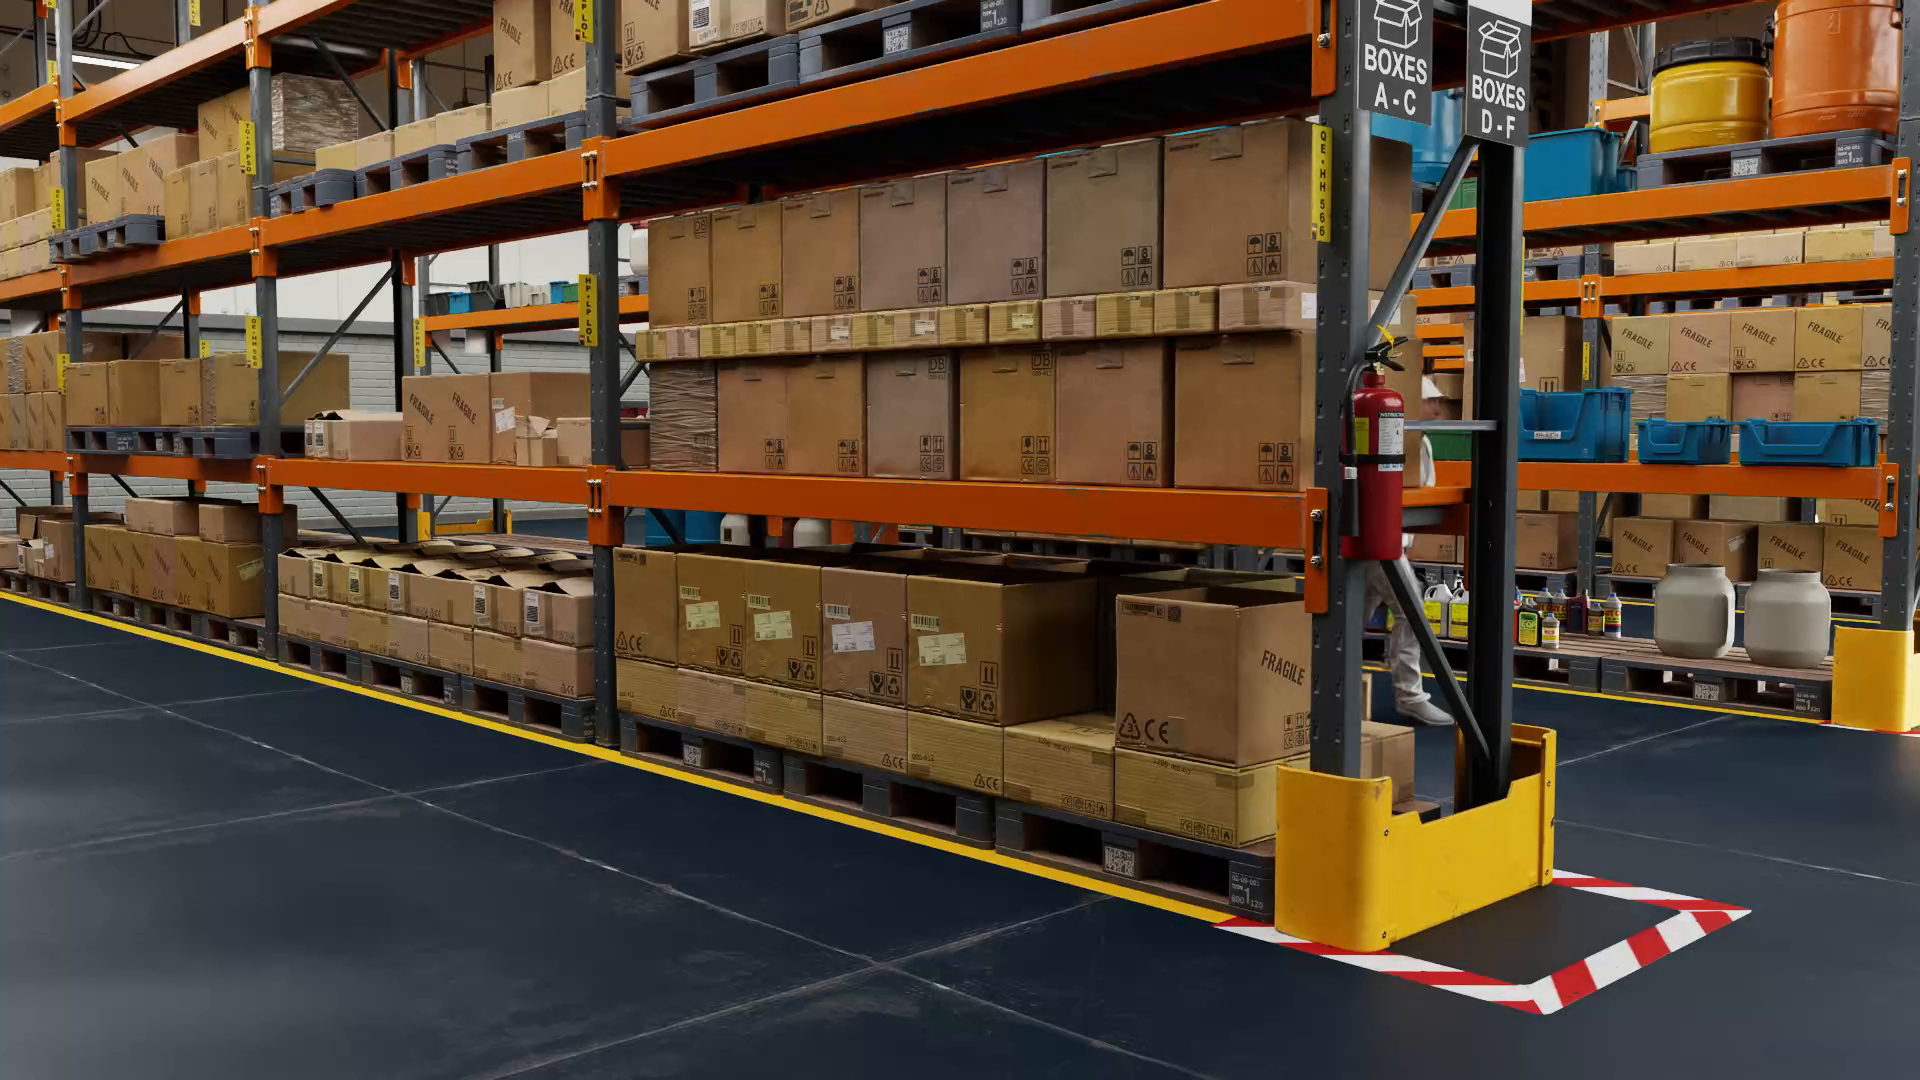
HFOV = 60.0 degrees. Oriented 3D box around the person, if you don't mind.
[{"bbox_3d":[2.144,0.037,8.588,0.988,1.757,0.711,2,4,31],"label":"person"}]
